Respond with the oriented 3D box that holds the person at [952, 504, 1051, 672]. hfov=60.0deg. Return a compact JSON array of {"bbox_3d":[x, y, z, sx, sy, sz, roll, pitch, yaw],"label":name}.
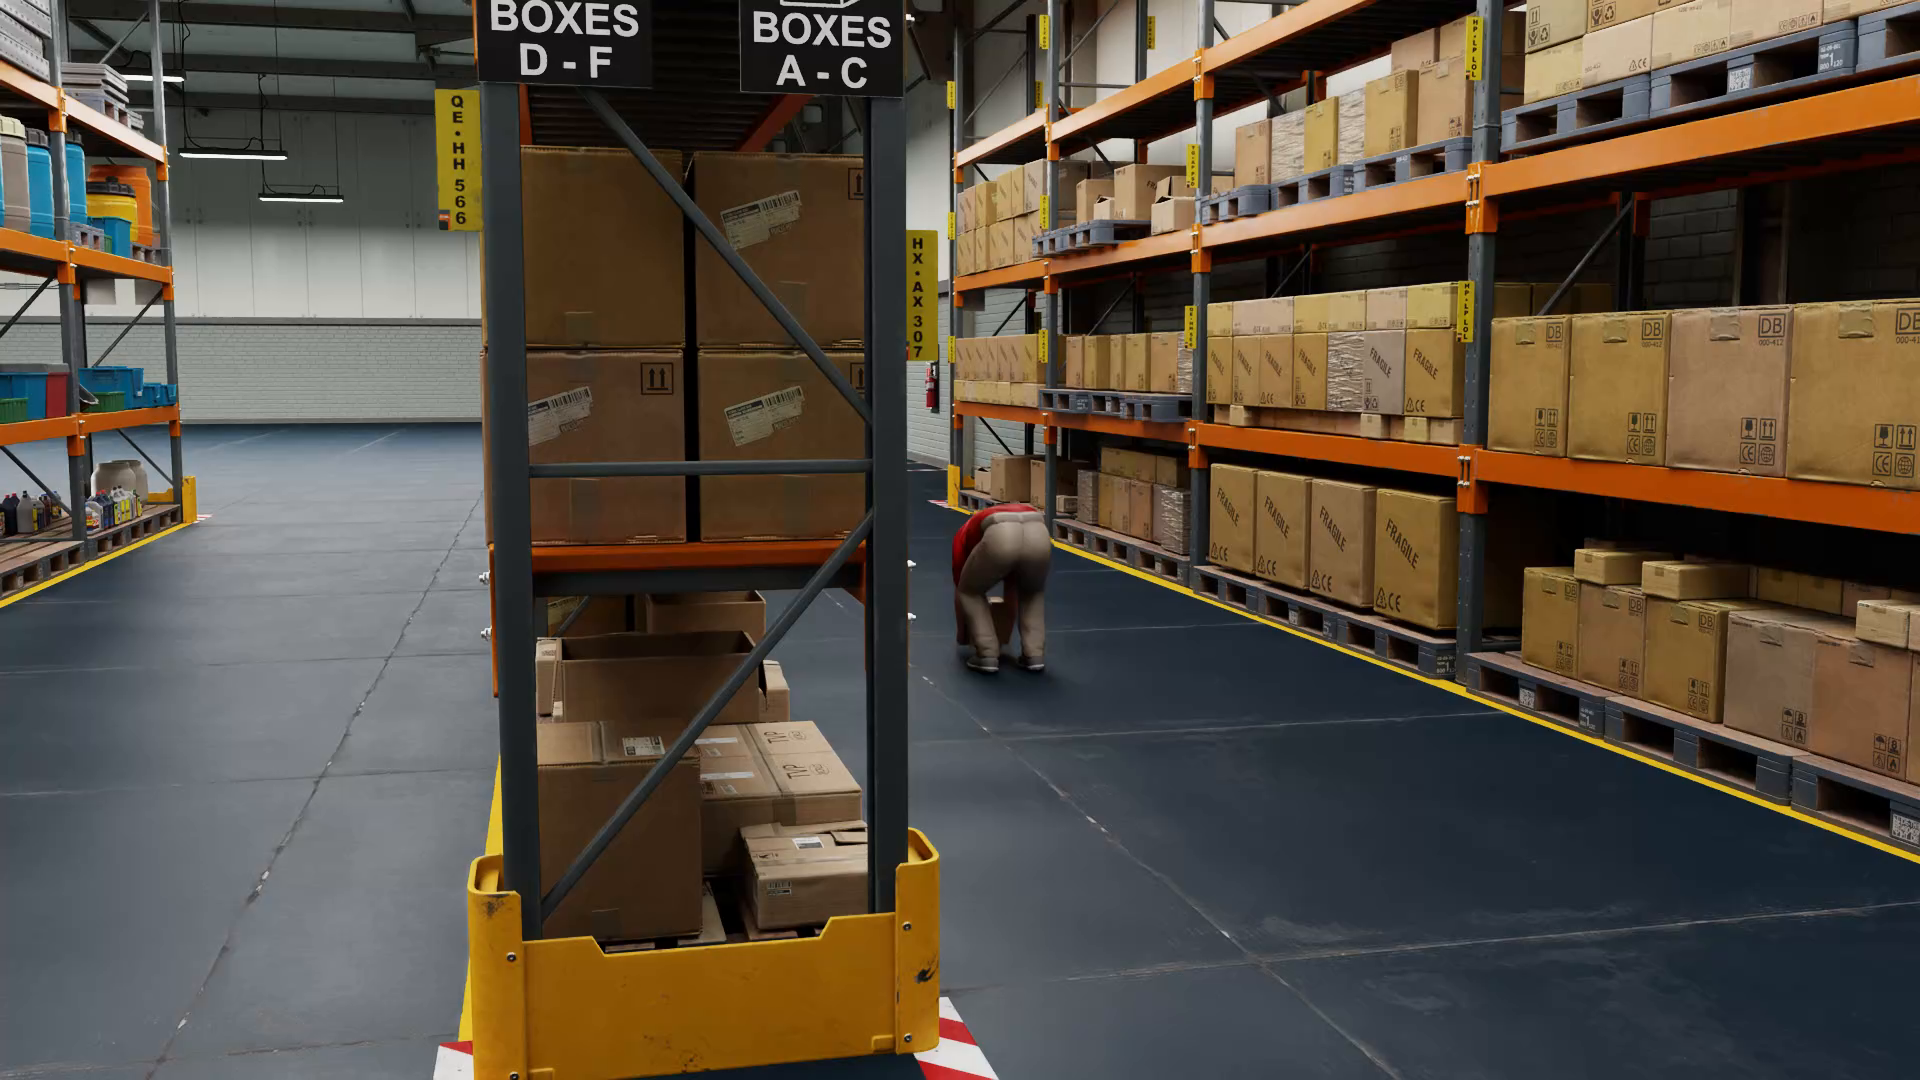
[{"bbox_3d":[0.220,0.254,9.768,0.532,0.962,0.957,-2,6,-17],"label":"person"}]
